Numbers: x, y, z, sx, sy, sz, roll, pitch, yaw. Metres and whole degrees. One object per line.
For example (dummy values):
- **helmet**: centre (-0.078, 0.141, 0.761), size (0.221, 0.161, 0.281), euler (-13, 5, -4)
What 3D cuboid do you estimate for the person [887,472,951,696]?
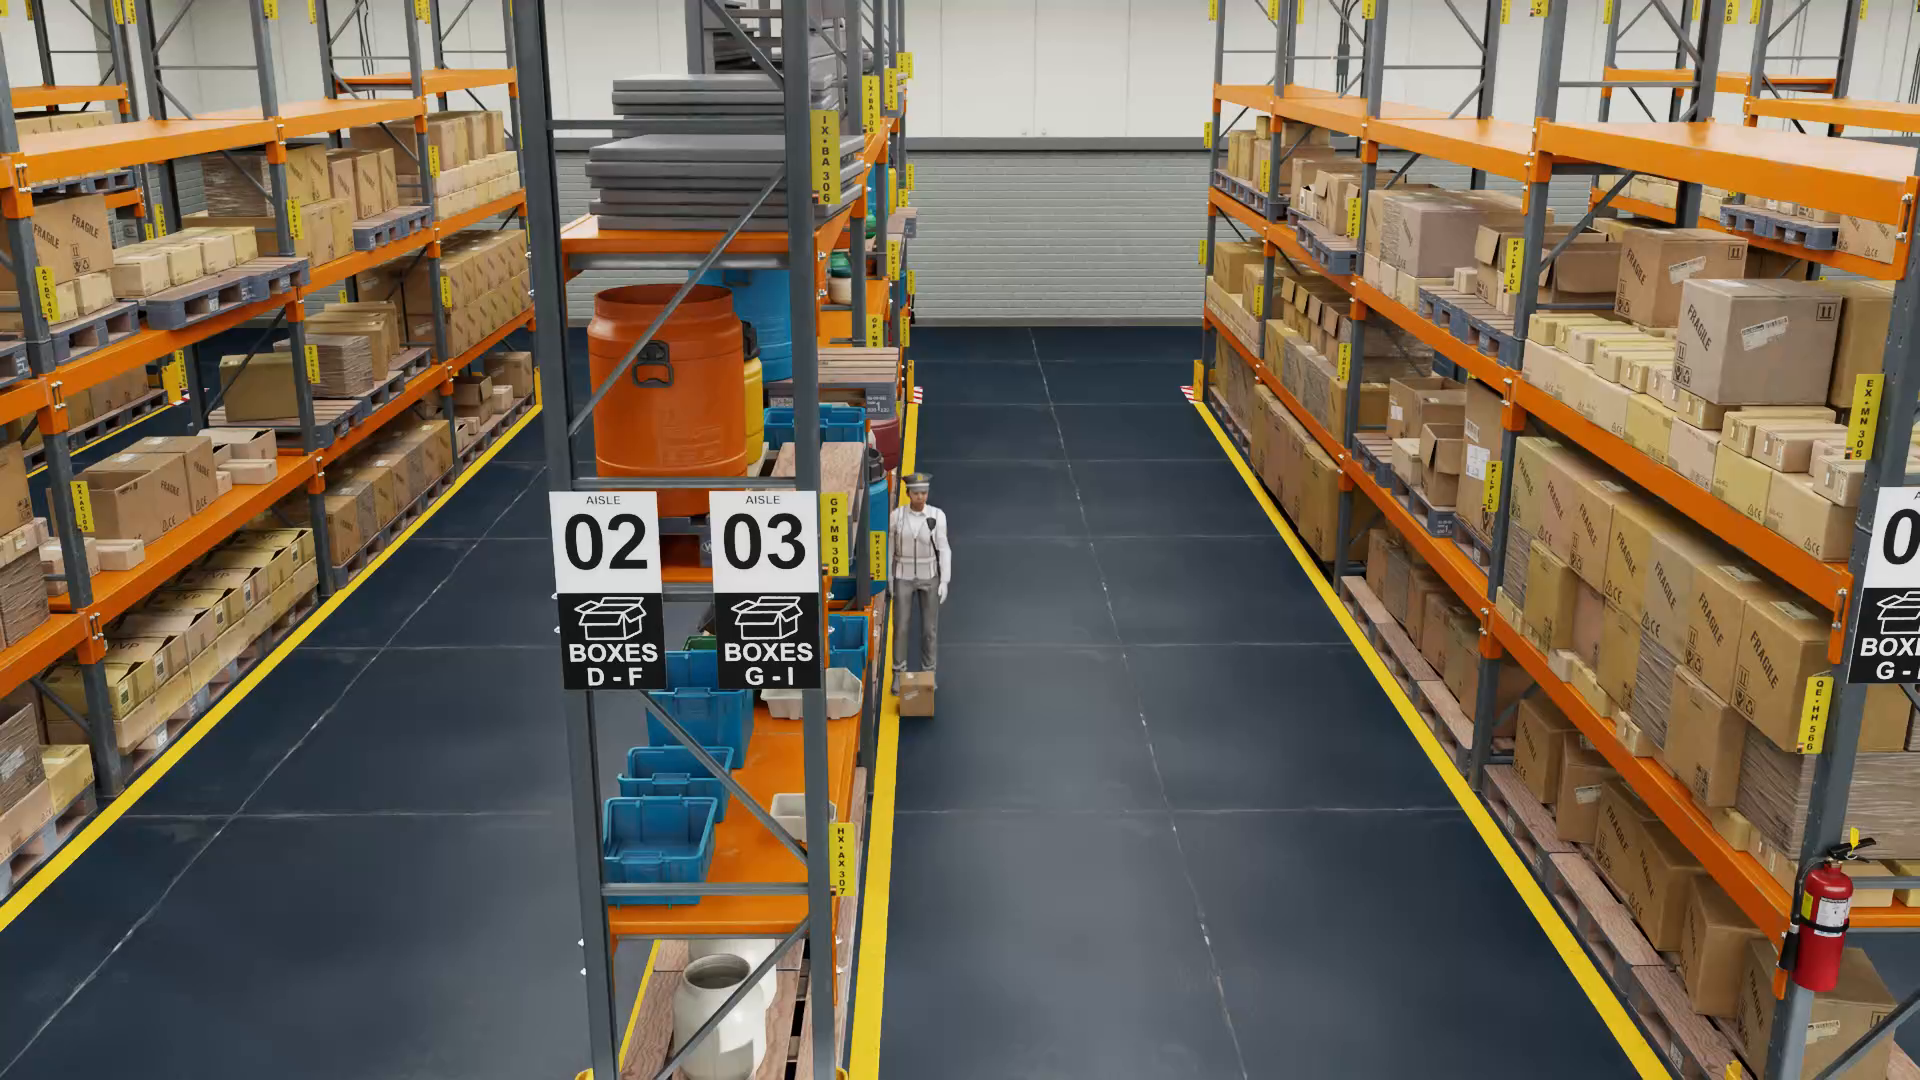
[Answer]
- **person**: centre (-0.311, 0.312, 12.482), size (0.483, 1.701, 0.386), euler (0, 17, 0)
